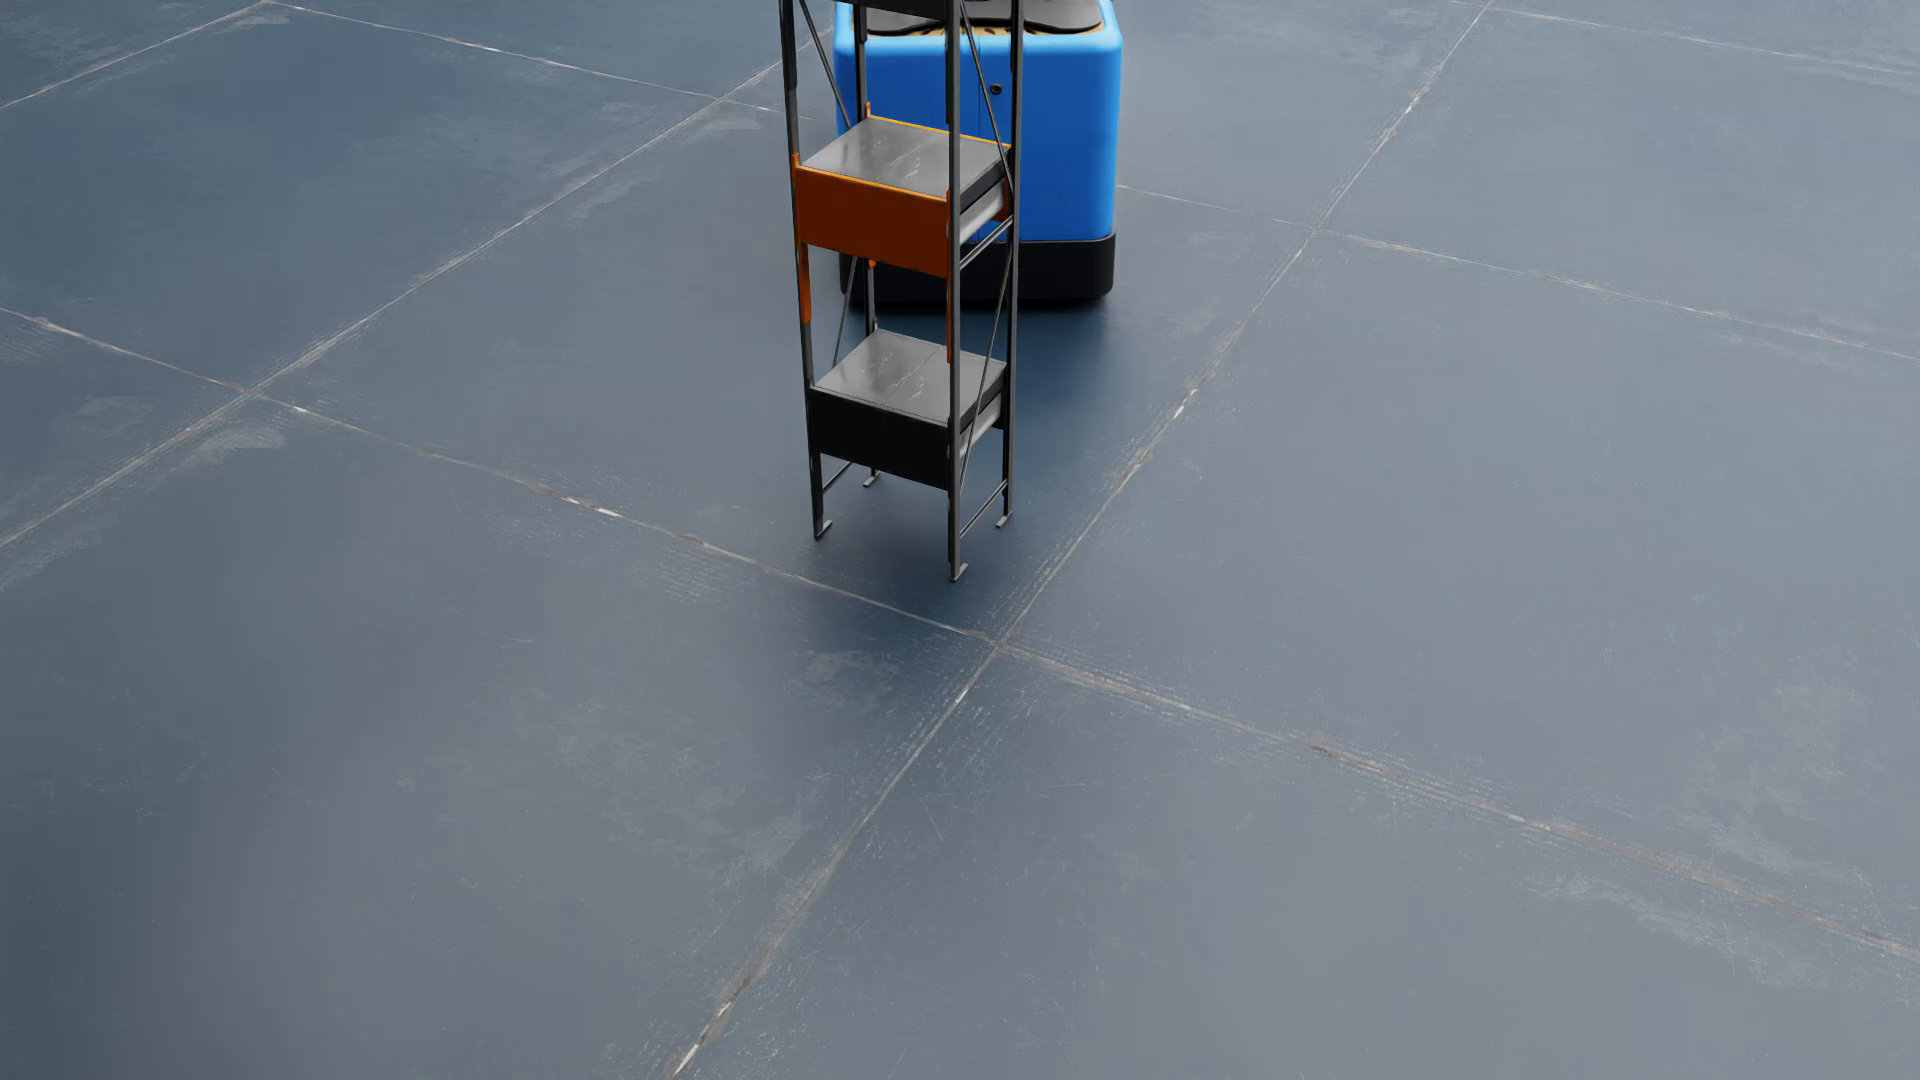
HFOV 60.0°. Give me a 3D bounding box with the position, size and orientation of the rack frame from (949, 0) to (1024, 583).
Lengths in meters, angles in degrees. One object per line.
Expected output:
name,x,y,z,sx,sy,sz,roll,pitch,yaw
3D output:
rack frame,0.070,-0.815,4.586,0.015,2.100,0.400,17,41,21

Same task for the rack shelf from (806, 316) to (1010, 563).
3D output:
rack shelf,-0.147,-0.314,5.107,0.480,0.518,0.431,17,41,21

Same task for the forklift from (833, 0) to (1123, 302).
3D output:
forklift,0.018,-2.939,6.698,1.130,2.935,3.031,-1,37,-2

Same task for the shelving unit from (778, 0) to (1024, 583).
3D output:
shelving unit,-0.147,-0.882,4.676,0.503,2.100,0.431,17,41,21

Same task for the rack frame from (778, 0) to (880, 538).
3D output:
rack frame,-0.364,-0.950,4.765,0.015,2.100,0.400,17,41,21

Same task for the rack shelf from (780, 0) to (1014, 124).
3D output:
rack shelf,-0.147,-1.429,4.261,0.480,0.518,0.431,17,41,21

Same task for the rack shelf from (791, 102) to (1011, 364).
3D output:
rack shelf,-0.147,-0.872,4.684,0.480,0.518,0.431,17,41,21
